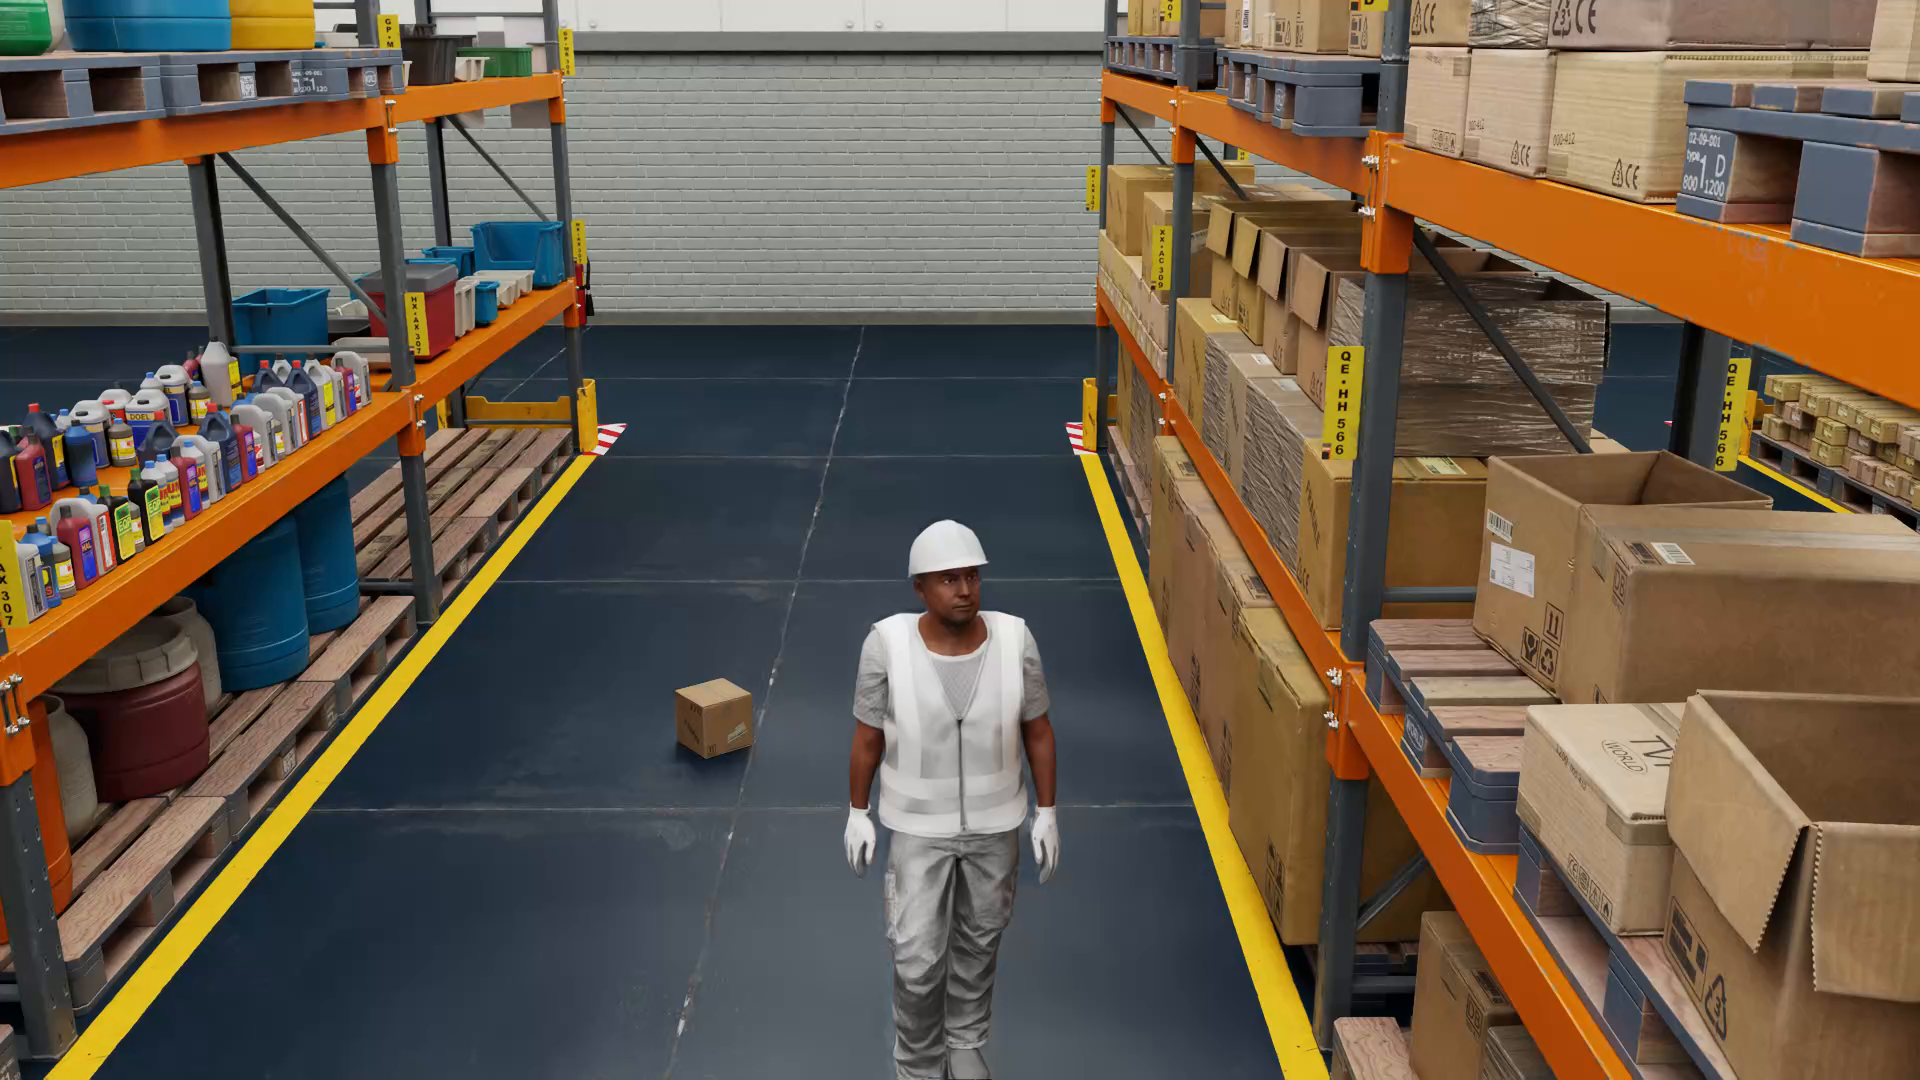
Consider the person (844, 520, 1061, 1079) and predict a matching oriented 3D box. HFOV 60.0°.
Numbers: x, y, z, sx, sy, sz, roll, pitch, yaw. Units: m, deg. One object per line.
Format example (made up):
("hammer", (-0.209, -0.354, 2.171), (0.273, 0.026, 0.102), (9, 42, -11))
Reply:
("person", (-0.014, 0.843, 4.746), (0.602, 1.836, 0.505), (-4, 17, -12))
